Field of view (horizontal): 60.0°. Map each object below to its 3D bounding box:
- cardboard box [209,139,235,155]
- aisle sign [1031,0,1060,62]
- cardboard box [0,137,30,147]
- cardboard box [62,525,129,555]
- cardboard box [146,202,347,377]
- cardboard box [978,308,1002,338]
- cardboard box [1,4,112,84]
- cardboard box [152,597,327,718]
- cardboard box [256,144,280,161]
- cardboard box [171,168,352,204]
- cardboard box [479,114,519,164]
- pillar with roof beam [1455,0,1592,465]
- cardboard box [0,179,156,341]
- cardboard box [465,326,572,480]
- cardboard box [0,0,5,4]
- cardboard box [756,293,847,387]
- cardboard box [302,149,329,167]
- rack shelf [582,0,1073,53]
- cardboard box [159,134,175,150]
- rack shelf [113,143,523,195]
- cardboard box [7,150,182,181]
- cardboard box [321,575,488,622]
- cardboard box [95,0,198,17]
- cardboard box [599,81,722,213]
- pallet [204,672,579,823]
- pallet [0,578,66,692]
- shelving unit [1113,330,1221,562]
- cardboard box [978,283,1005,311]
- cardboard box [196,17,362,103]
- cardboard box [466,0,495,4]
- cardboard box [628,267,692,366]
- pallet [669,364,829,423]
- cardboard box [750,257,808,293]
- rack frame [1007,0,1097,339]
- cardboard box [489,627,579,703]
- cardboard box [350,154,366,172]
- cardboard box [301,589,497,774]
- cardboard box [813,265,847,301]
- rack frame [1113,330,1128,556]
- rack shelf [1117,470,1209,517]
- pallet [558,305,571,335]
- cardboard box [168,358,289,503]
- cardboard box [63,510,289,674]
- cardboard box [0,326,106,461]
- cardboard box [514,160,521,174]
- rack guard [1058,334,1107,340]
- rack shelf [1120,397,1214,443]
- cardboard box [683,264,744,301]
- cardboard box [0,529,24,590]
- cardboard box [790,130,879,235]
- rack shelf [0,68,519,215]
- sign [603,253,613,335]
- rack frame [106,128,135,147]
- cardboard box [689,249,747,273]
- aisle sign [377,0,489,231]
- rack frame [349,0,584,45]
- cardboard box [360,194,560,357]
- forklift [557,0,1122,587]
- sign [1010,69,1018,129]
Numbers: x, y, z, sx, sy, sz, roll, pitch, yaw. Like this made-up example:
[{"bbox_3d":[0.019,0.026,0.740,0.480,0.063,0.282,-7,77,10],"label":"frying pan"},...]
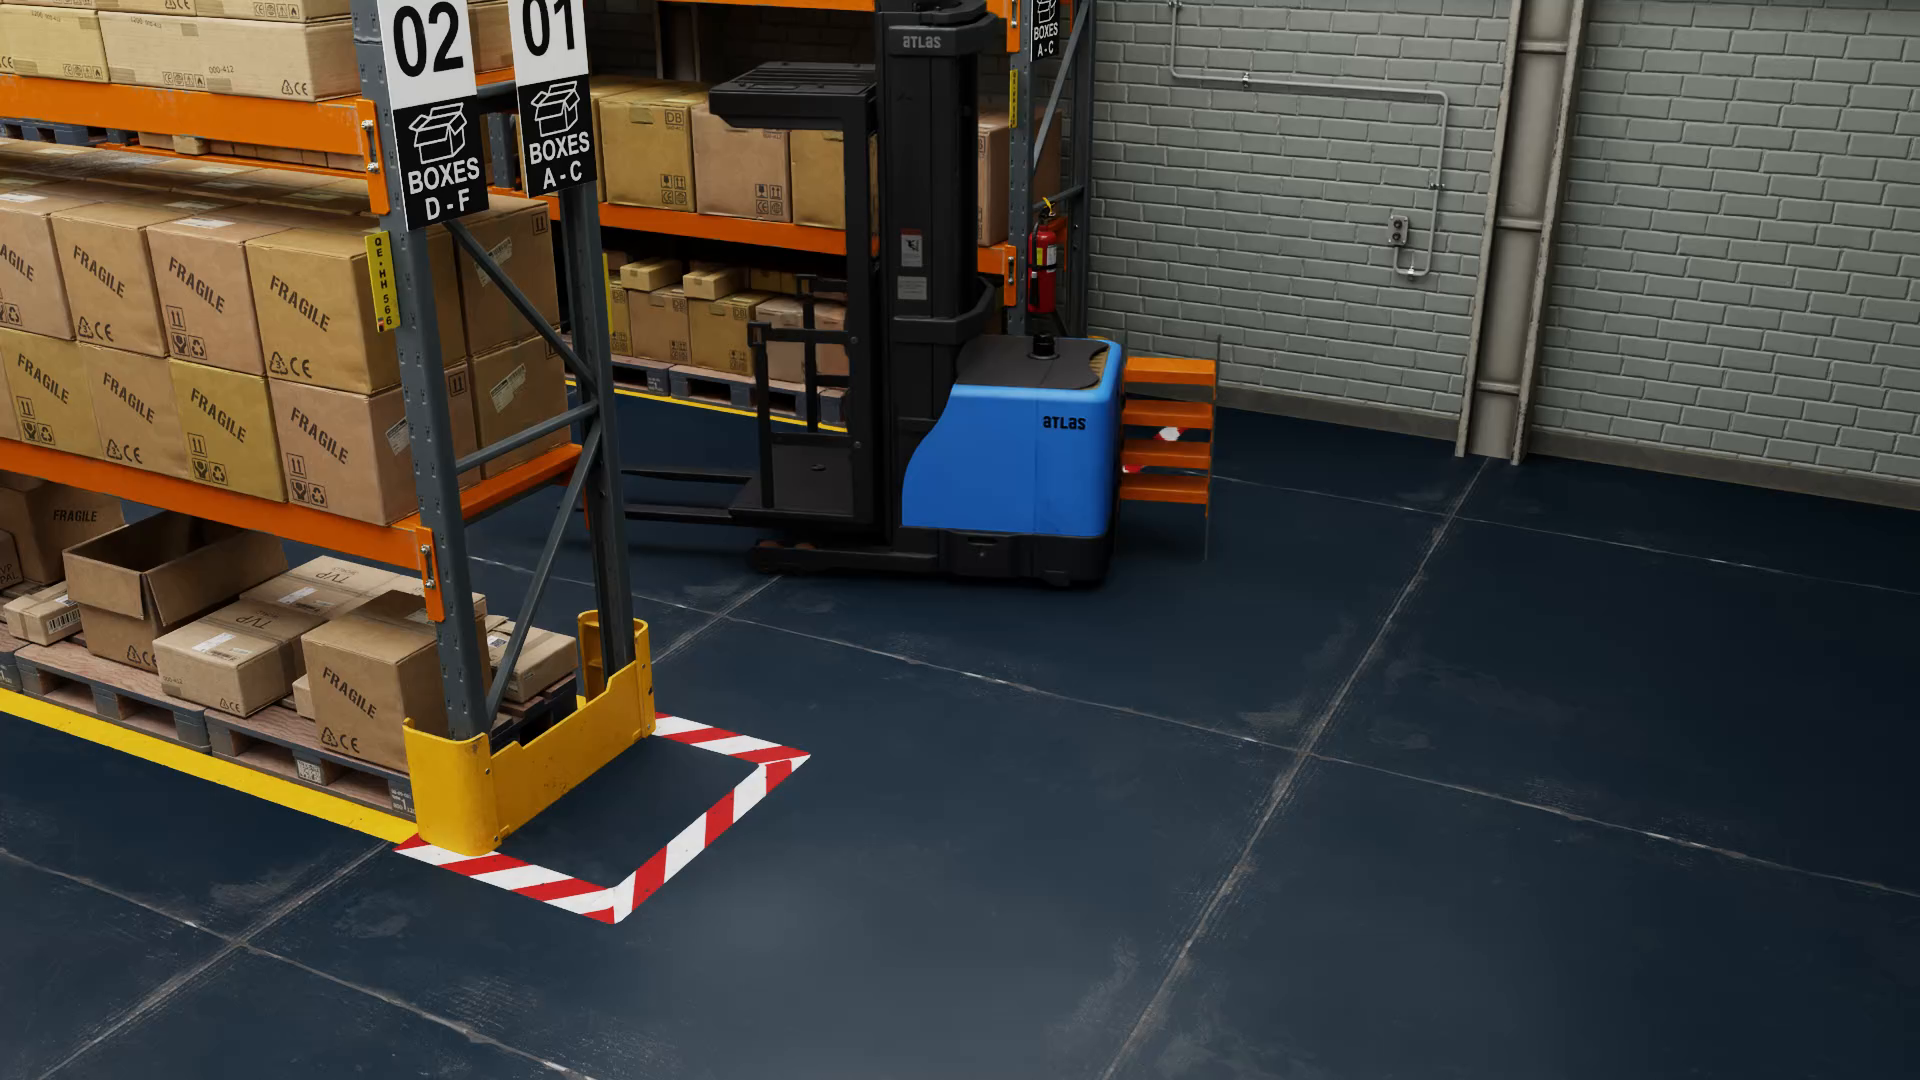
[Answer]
[{"bbox_3d":[-5.680,-3.148,13.115,0.250,0.149,0.380,11,25,24],"label":"cardboard box"},{"bbox_3d":[0.499,-3.185,9.585,0.004,0.787,0.394,11,25,25],"label":"aisle sign"},{"bbox_3d":[-4.663,-1.589,7.748,0.500,0.500,0.500,11,26,25],"label":"cardboard box"},{"bbox_3d":[-4.233,0.075,8.323,0.250,0.149,0.380,11,25,25],"label":"cardboard box"},{"bbox_3d":[-2.634,-0.953,6.253,0.500,0.500,0.500,12,26,26],"label":"cardboard box"},{"bbox_3d":[-0.100,-1.238,10.985,0.500,0.500,0.700,11,25,25],"label":"cardboard box"},{"bbox_3d":[-3.132,-1.861,6.152,0.500,0.250,0.500,11,25,25],"label":"cardboard box"},{"bbox_3d":[-3.092,0.499,7.194,0.500,0.250,0.500,11,25,25],"label":"cardboard box"},{"bbox_3d":[-5.219,-3.056,12.898,0.250,0.149,0.380,12,26,25],"label":"cardboard box"},{"bbox_3d":[-2.853,-1.232,6.908,0.500,0.500,0.500,12,26,25],"label":"cardboard box"},{"bbox_3d":[-3.525,-2.998,11.933,0.500,0.500,0.500,11,25,24],"label":"cardboard box"},{"bbox_3d":[1.428,-3.189,5.249,0.400,9.000,9.100,11,25,25],"label":"pillar with roof beam"},{"bbox_3d":[-3.557,-1.134,6.677,0.500,0.500,0.500,12,26,26],"label":"cardboard box"},{"bbox_3d":[-1.939,-0.592,6.681,0.500,0.500,0.500,12,26,26],"label":"cardboard box"},{"bbox_3d":[-3.575,-2.182,6.269,0.500,0.250,0.500,11,25,25],"label":"cardboard box"},{"bbox_3d":[-0.995,-1.415,11.401,0.500,0.500,0.700,10,25,23],"label":"cardboard box"},{"bbox_3d":[-4.775,-2.957,12.667,0.250,0.149,0.380,12,26,26],"label":"cardboard box"},{"bbox_3d":[-1.215,-3.509,10.754,4.000,0.370,1.077,11,25,25],"label":"rack shelf"},{"bbox_3d":[-6.159,-3.226,13.298,0.250,0.149,0.380,12,26,25],"label":"cardboard box"},{"bbox_3d":[-4.784,-2.835,13.002,4.000,0.370,1.077,11,25,25],"label":"rack shelf"},{"bbox_3d":[-3.755,-1.410,7.328,0.500,0.500,0.500,11,26,25],"label":"cardboard box"},{"bbox_3d":[-2.465,0.404,7.418,0.500,0.250,0.500,11,25,25],"label":"cardboard box"},{"bbox_3d":[-2.681,-2.007,5.856,0.500,0.250,0.500,11,25,25],"label":"cardboard box"},{"bbox_3d":[-1.874,-2.718,11.426,0.700,0.700,0.980,11,25,23],"label":"cardboard box"},{"bbox_3d":[-2.441,0.754,7.207,1.213,0.211,1.003,11,25,25],"label":"pallet"},{"bbox_3d":[-4.619,0.323,8.221,1.213,0.211,1.003,11,25,25],"label":"pallet"},{"bbox_3d":[1.102,-0.495,8.882,0.503,1.200,0.258,4,23,8],"label":"shelving unit"},{"bbox_3d":[0.102,-1.584,10.971,0.250,0.149,0.380,11,26,25],"label":"cardboard box"},{"bbox_3d":[-2.239,-1.685,5.739,0.500,0.250,0.500,11,25,25],"label":"cardboard box"},{"bbox_3d":[-2.003,-2.098,6.071,0.500,0.250,0.500,11,25,25],"label":"cardboard box"},{"bbox_3d":[-1.932,-1.598,11.831,0.500,0.500,0.700,11,25,24],"label":"cardboard box"},{"bbox_3d":[-1.263,-1.153,11.691,1.213,0.211,1.003,11,25,25],"label":"pallet"},{"bbox_3d":[-1.256,-1.852,11.601,0.250,0.149,0.380,11,25,24],"label":"cardboard box"},{"bbox_3d":[0.570,-2.106,10.370,0.127,3.000,1.000,11,25,25],"label":"rack frame"},{"bbox_3d":[-1.880,0.540,7.228,0.250,0.149,0.380,11,25,25],"label":"cardboard box"},{"bbox_3d":[-4.326,-2.857,12.431,0.250,0.149,0.380,11,25,25],"label":"cardboard box"},{"bbox_3d":[-2.258,0.562,6.726,0.500,0.500,0.500,11,25,25],"label":"cardboard box"},{"bbox_3d":[-0.801,-1.762,11.390,0.250,0.149,0.380,12,26,25],"label":"cardboard box"},{"bbox_3d":[0.861,-0.511,8.918,0.015,1.200,0.240,4,23,8],"label":"rack frame"},{"bbox_3d":[1.102,-0.251,8.986,0.480,0.148,0.258,4,23,8],"label":"rack shelf"},{"bbox_3d":[-3.722,-1.639,12.835,1.213,0.211,1.003,11,25,25],"label":"pallet"},{"bbox_3d":[-2.649,-0.496,6.455,0.500,0.500,0.500,11,26,25],"label":"cardboard box"},{"bbox_3d":[-3.552,0.195,7.587,0.637,0.503,0.797,11,25,25],"label":"cardboard box"},{"bbox_3d":[-3.541,-0.675,6.876,0.500,0.500,0.500,11,25,24],"label":"cardboard box"},{"bbox_3d":[-3.209,-2.835,12.378,0.250,0.149,0.380,10,25,23],"label":"cardboard box"},{"bbox_3d":[0.592,-0.952,10.849,0.348,0.500,1.175,11,25,25],"label":"rack guard"},{"bbox_3d":[1.102,-0.639,8.821,0.480,0.148,0.258,4,23,8],"label":"rack shelf"},{"bbox_3d":[-1.689,-1.770,11.407,0.250,0.149,0.380,10,25,23],"label":"cardboard box"},{"bbox_3d":[-4.954,0.103,8.049,0.500,0.311,0.500,11,25,25],"label":"cardboard box"},{"bbox_3d":[-0.544,-2.455,10.807,0.700,0.700,0.980,11,25,24],"label":"cardboard box"},{"bbox_3d":[-3.446,-1.778,6.684,4.000,0.370,1.077,11,25,25],"label":"rack shelf"},{"bbox_3d":[-1.417,-0.963,6.576,0.005,0.325,0.100,11,25,25],"label":"sign"},{"bbox_3d":[-6.569,-3.519,13.691,0.127,3.000,1.000,11,25,25],"label":"rack frame"},{"bbox_3d":[-1.712,-1.942,11.813,0.250,0.149,0.380,10,25,23],"label":"cardboard box"},{"bbox_3d":[-1.739,-1.453,5.511,0.004,0.787,0.394,11,25,25],"label":"aisle sign"},{"bbox_3d":[-1.662,-3.136,5.126,0.127,3.000,1.000,11,25,25],"label":"rack frame"},{"bbox_3d":[-1.939,-1.052,6.485,0.500,0.500,0.500,12,26,26],"label":"cardboard box"},{"bbox_3d":[-0.666,-1.363,8.709,3.031,2.935,1.130,4,23,8],"label":"forklift"},{"bbox_3d":[0.313,-2.561,9.657,0.005,0.325,0.100,11,25,25],"label":"sign"}]
